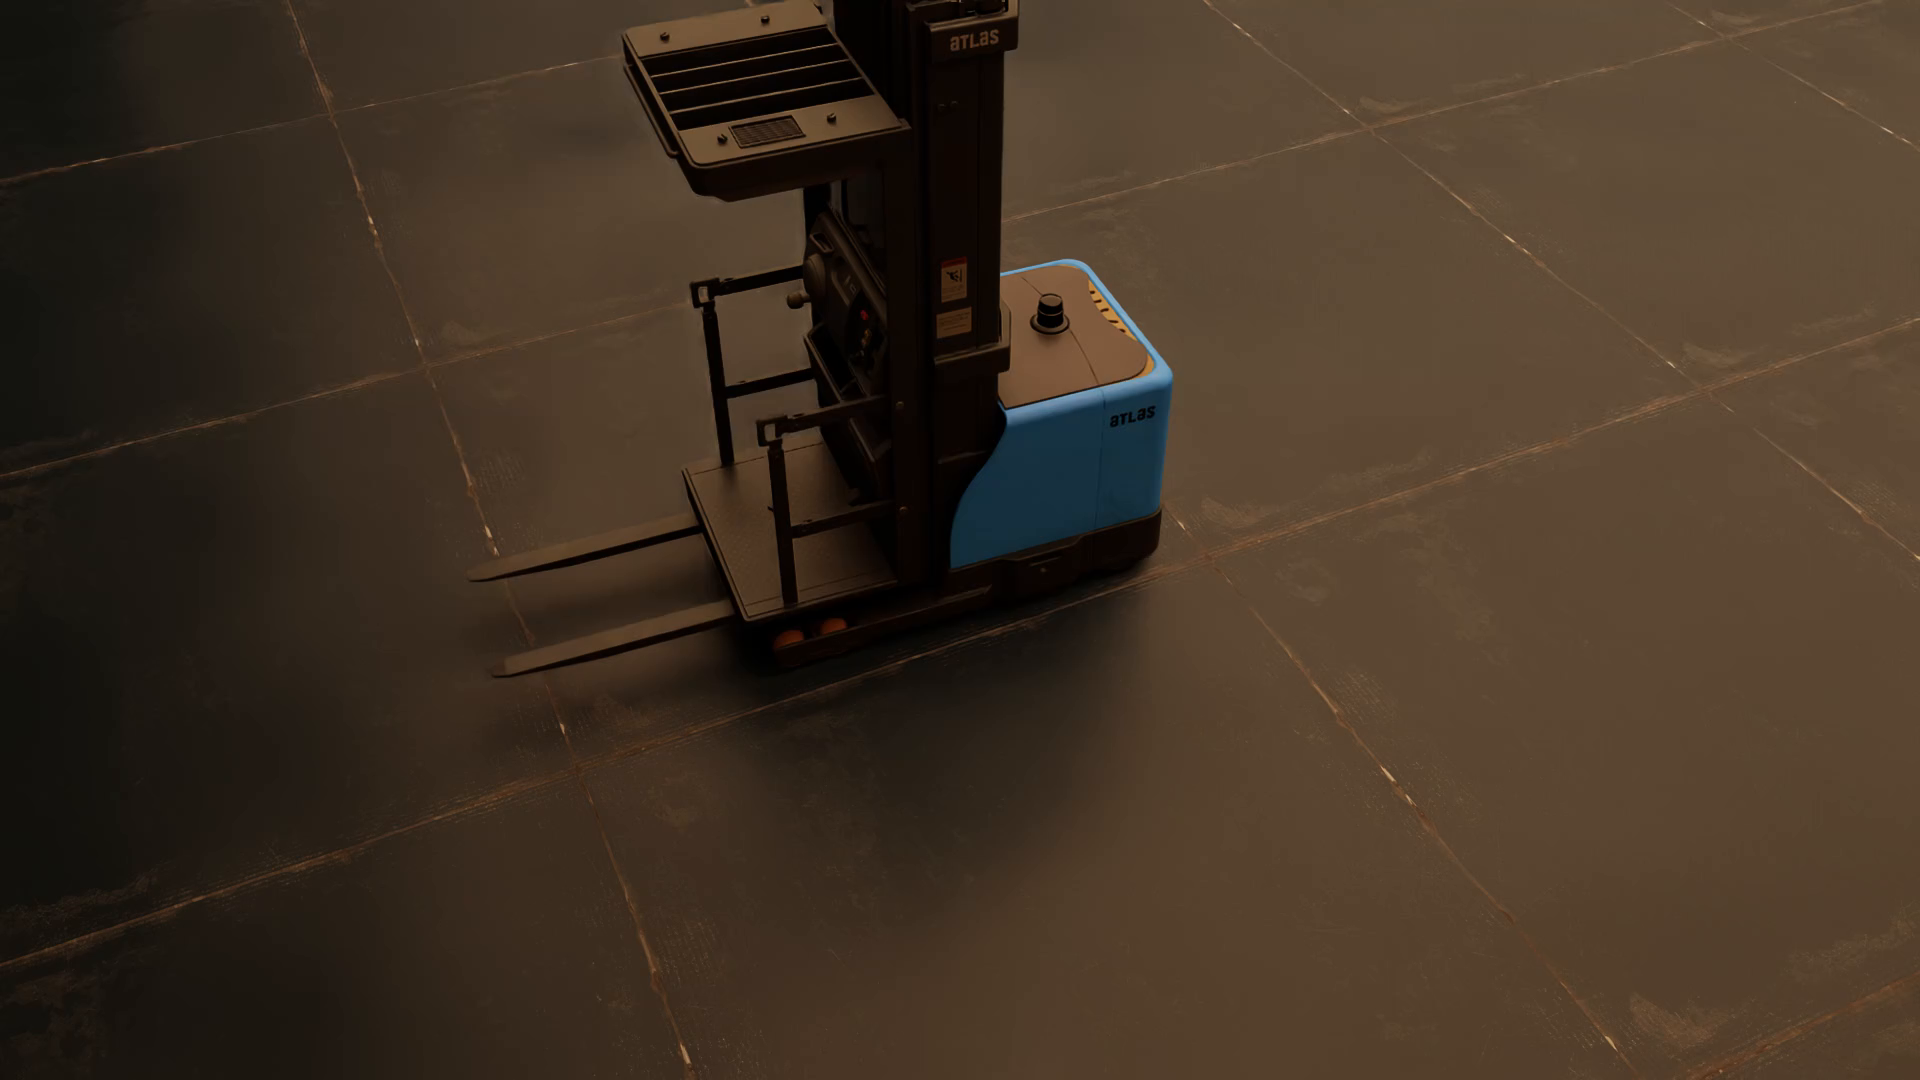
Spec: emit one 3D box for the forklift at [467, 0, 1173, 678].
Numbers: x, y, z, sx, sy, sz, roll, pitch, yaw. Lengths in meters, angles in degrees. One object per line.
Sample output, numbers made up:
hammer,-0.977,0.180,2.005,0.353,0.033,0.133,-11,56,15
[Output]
forklift,-0.650,-0.929,6.676,3.031,2.935,1.130,-15,45,-15
